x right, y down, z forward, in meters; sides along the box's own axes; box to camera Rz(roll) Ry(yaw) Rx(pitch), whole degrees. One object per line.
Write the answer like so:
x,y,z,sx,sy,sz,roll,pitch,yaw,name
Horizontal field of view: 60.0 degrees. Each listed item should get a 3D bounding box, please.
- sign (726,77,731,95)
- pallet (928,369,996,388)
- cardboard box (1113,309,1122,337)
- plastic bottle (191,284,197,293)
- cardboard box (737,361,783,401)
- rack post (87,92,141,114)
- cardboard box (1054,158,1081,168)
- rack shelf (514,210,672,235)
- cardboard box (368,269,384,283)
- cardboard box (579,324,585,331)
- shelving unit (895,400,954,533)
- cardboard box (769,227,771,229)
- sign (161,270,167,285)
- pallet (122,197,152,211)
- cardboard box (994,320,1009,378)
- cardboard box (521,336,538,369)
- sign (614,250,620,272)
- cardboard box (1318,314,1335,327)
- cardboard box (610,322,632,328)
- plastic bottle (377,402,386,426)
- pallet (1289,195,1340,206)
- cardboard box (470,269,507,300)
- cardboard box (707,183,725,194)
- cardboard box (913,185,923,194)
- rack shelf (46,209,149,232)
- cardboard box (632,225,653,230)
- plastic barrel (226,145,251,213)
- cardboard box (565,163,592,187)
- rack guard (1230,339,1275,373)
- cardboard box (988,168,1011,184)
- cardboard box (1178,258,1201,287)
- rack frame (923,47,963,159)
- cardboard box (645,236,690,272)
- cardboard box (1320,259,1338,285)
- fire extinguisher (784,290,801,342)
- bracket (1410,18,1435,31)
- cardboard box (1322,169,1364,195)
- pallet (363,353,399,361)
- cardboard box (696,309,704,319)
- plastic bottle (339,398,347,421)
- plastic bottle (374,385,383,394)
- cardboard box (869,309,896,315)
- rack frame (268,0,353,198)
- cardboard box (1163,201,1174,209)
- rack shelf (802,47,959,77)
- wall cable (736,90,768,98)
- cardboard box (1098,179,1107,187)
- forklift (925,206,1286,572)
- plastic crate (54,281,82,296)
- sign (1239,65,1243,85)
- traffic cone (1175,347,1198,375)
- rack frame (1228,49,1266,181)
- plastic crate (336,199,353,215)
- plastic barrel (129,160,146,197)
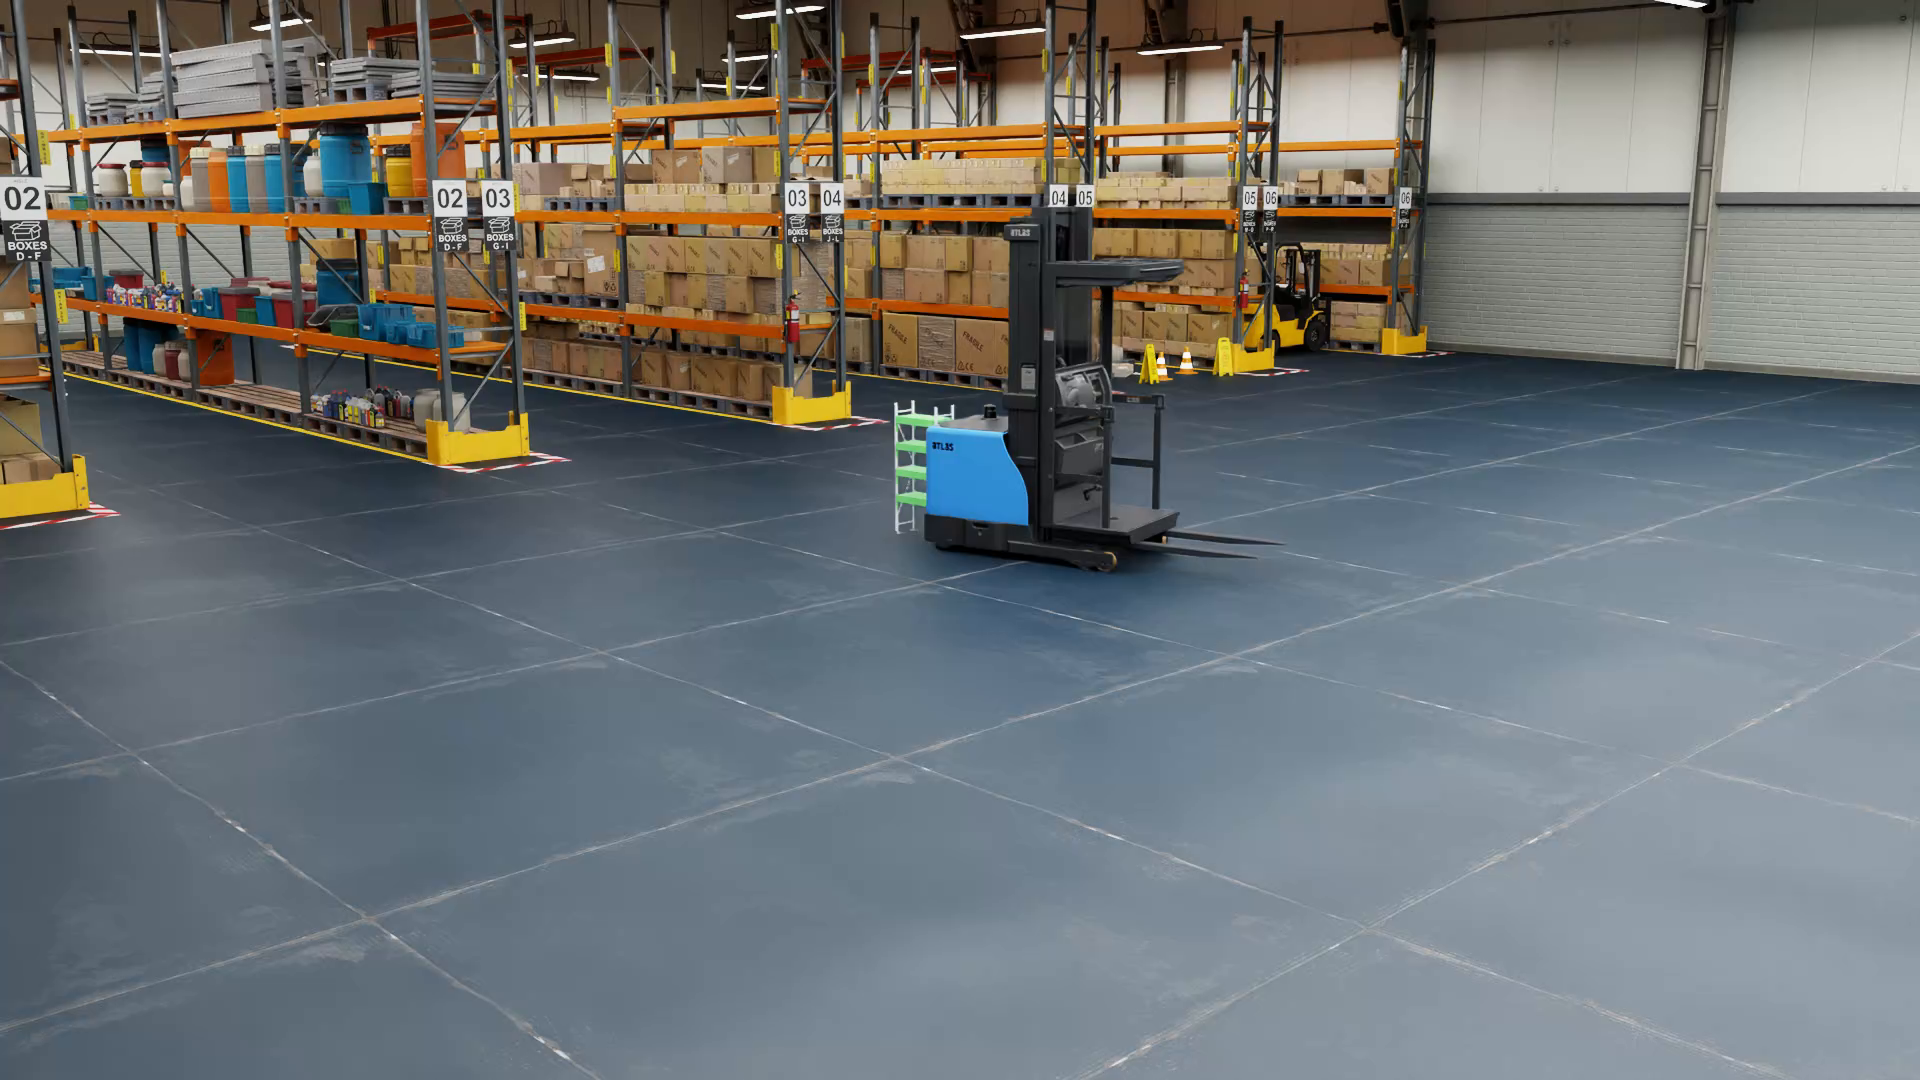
-4.236,-8.316,30.462,0.100,0.325,0.005,-11,16,-43,sign
0.227,-2.709,27.536,1.003,0.211,1.213,-11,16,-43,pallet
3.012,-4.105,31.317,0.500,0.500,0.500,-10,15,-40,cardboard box
-12.220,-3.902,26.539,0.144,0.351,0.185,-11,16,-43,plastic bottle
-2.840,-2.272,23.657,0.500,0.500,0.500,-6,13,-28,cardboard box
-13.293,-6.949,26.528,0.937,0.300,0.954,-11,16,-44,rack post
1.674,-5.875,25.918,0.380,0.149,0.250,-11,16,-42,cardboard box
-6.127,-5.107,26.614,1.077,0.370,4.000,-11,16,-43,rack shelf
-10.765,-4.966,31.214,0.500,0.250,0.500,-11,16,-44,cardboard box
-7.977,-4.560,35.633,0.380,0.149,0.250,-11,16,-41,cardboard box
-0.321,-0.632,15.007,0.503,1.200,0.258,10,16,41,shelving unit
-4.201,-7.261,38.387,0.380,0.149,0.250,-11,16,-43,cardboard box
-13.453,-4.387,28.087,0.100,0.325,0.005,-11,16,-43,sign
-12.455,-5.286,26.170,1.003,0.211,1.213,-11,16,-43,pallet
1.158,-3.045,26.484,0.875,0.875,0.875,-11,16,-42,cardboard box
-7.031,-3.178,28.007,0.500,0.500,0.700,11,16,42,cardboard box
-5.145,-4.187,24.932,0.100,0.325,0.005,-11,16,-43,sign
7.499,-4.466,33.688,0.500,0.250,0.500,-11,16,-44,cardboard box
-7.061,-4.499,34.601,0.380,0.149,0.250,-10,16,-41,cardboard box
-7.228,-1.572,20.747,0.061,0.283,0.133,-11,16,-43,plastic bottle
7.455,-6.898,33.745,1.003,0.211,1.213,-11,16,-43,pallet
-8.028,-4.368,28.432,0.500,0.500,0.500,-10,15,-41,cardboard box
-3.294,-4.893,23.178,0.250,0.149,0.380,11,16,42,cardboard box
-0.559,-5.764,27.355,0.380,0.149,0.250,-11,16,-43,cardboard box
-15.234,-5.584,28.931,1.077,0.370,4.000,-11,16,-43,rack shelf
-6.749,-6.326,34.721,0.500,0.500,0.500,-10,16,-41,cardboard box
-9.739,-4.957,22.864,0.600,0.901,0.708,-11,16,-43,plastic barrel
-6.305,-5.862,27.011,0.500,0.500,0.500,-11,16,-42,cardboard box
5.132,-3.282,29.602,1.175,0.500,0.348,-11,16,-43,rack guard
0.789,-5.692,26.019,0.500,0.250,0.500,-11,16,-42,cardboard box
4.268,-4.804,29.812,0.500,0.500,0.500,-11,16,-42,cardboard box
-0.340,-8.601,34.358,1.000,3.000,0.127,-11,16,-43,rack frame
-4.272,-4.208,24.442,0.500,0.500,0.500,-11,16,-43,cardboard box
7.536,-5.423,33.554,0.500,0.500,0.500,-11,16,-44,cardboard box
-2.237,-2.995,22.208,0.296,0.674,0.183,-11,16,-43,fire extinguisher
8.973,-10.006,32.256,0.235,0.232,0.430,-11,16,-43,bracket
7.655,-7.154,33.233,0.700,0.500,0.500,-11,16,-42,cardboard box
-10.739,-3.622,31.967,1.003,0.211,1.213,-11,16,-43,pallet
-3.564,-3.254,23.897,0.380,0.149,0.250,-11,16,-43,cardboard box
-7.856,-1.660,21.175,0.061,0.283,0.133,-10,15,-40,plastic bottle
-7.675,-1.872,22.039,0.185,0.351,0.144,11,16,44,plastic bottle
-1.370,-5.071,36.316,0.875,0.875,0.875,-11,16,-42,cardboard box
-8.328,-5.946,21.472,1.000,3.000,0.127,-11,16,-43,rack frame
3.871,-6.045,30.009,0.250,0.149,0.380,11,16,44,cardboard box
-1.722,-10.168,35.512,1.077,0.370,4.000,-11,16,-43,rack shelf
-5.249,-14.187,47.688,2.988,3.039,0.133,-11,16,-43,wall cable
2.780,-6.650,30.971,0.250,0.149,0.380,11,16,43,cardboard box
1.220,-1.295,13.931,3.031,2.935,1.130,7,14,30,forklift
-15.566,-4.389,29.045,0.416,0.233,0.300,-11,16,-43,plastic crate
4.769,-7.894,28.220,0.100,0.325,0.005,-11,16,-43,sign
3.954,-3.136,28.984,0.336,0.463,0.334,-11,16,-43,traffic cone
6.009,-8.709,34.884,1.000,3.000,0.127,-11,16,-43,rack frame
-7.435,-4.105,20.494,0.336,0.188,0.450,-11,16,-43,plastic crate
-13.075,-5.837,26.871,0.600,0.588,0.600,0,12,0,plastic barrel
